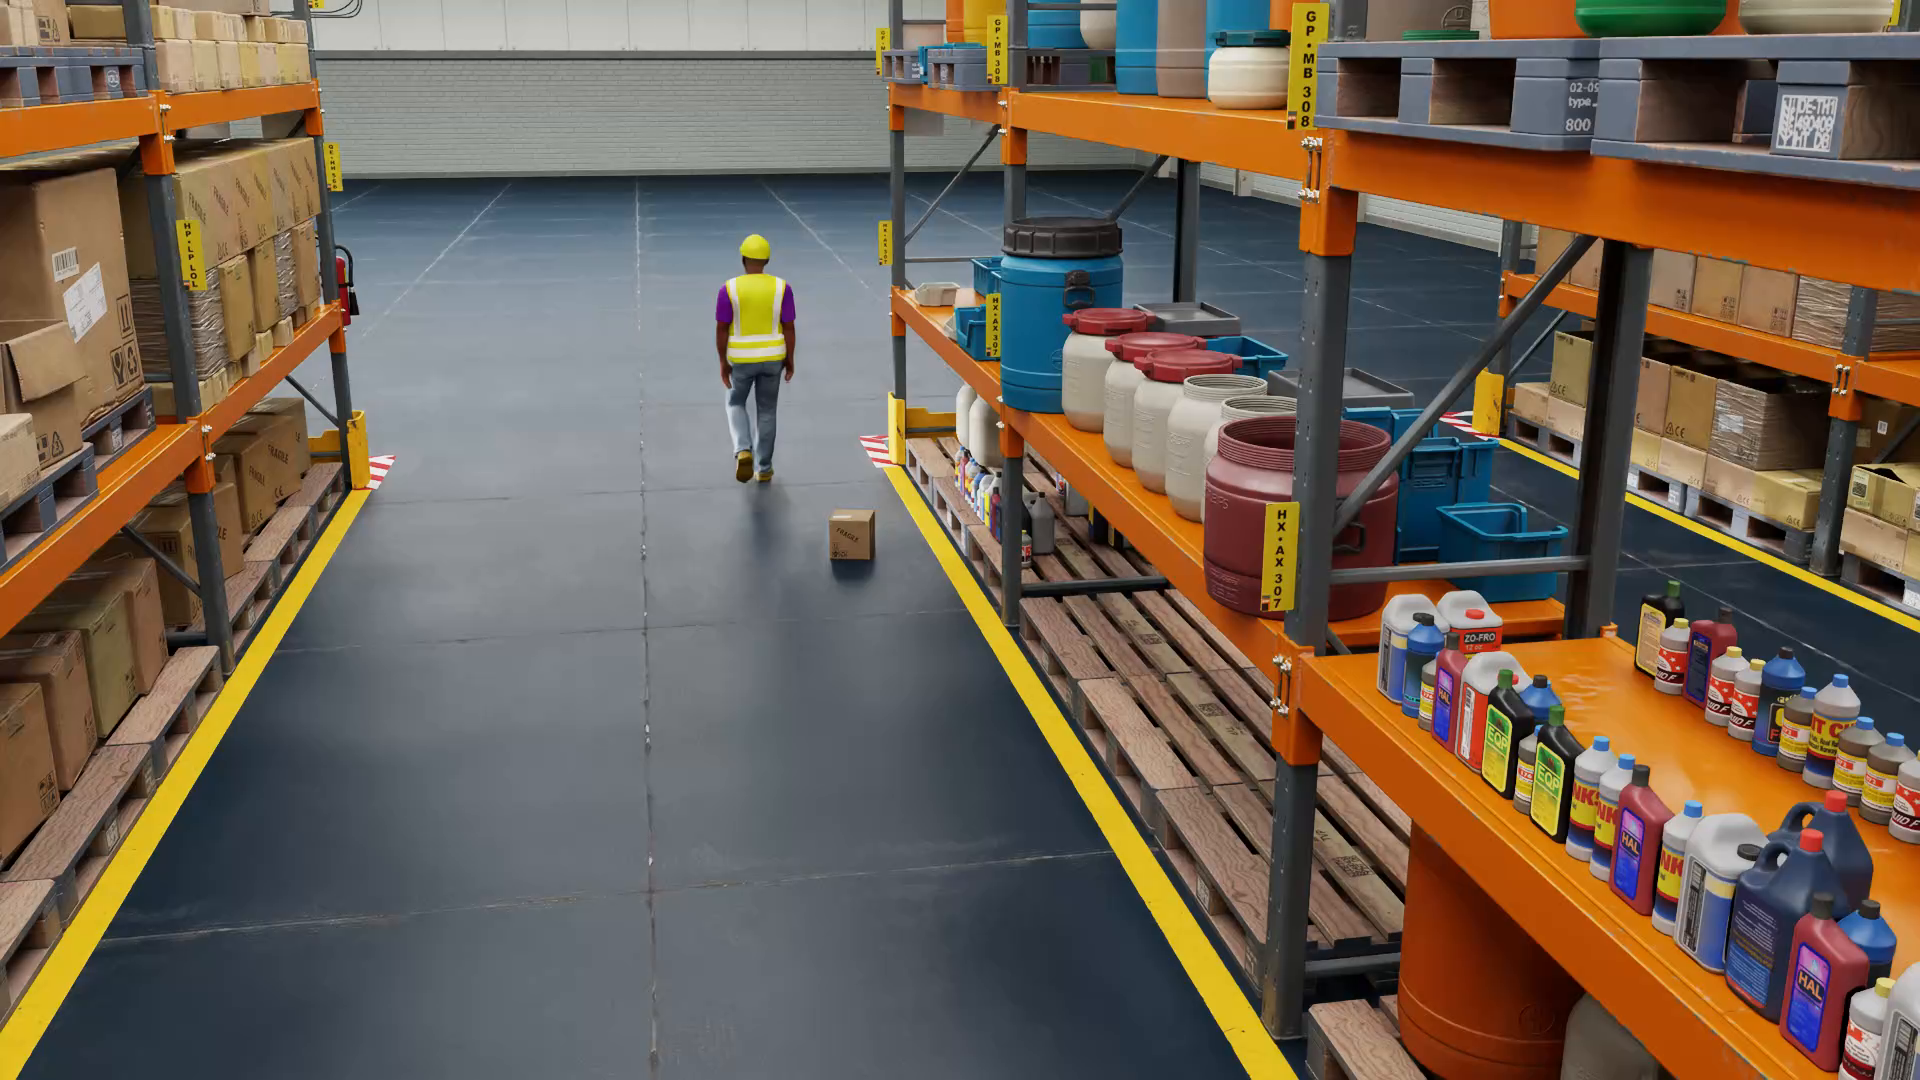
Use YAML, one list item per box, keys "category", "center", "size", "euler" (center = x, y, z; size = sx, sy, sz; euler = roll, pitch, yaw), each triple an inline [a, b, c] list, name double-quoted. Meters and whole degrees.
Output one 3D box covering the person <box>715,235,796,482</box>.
- category: "person"
  center: [-1.449, -1.283, 11.823]
  size: [0.565, 1.765, 0.471]
  euler: [-3, 17, -11]
